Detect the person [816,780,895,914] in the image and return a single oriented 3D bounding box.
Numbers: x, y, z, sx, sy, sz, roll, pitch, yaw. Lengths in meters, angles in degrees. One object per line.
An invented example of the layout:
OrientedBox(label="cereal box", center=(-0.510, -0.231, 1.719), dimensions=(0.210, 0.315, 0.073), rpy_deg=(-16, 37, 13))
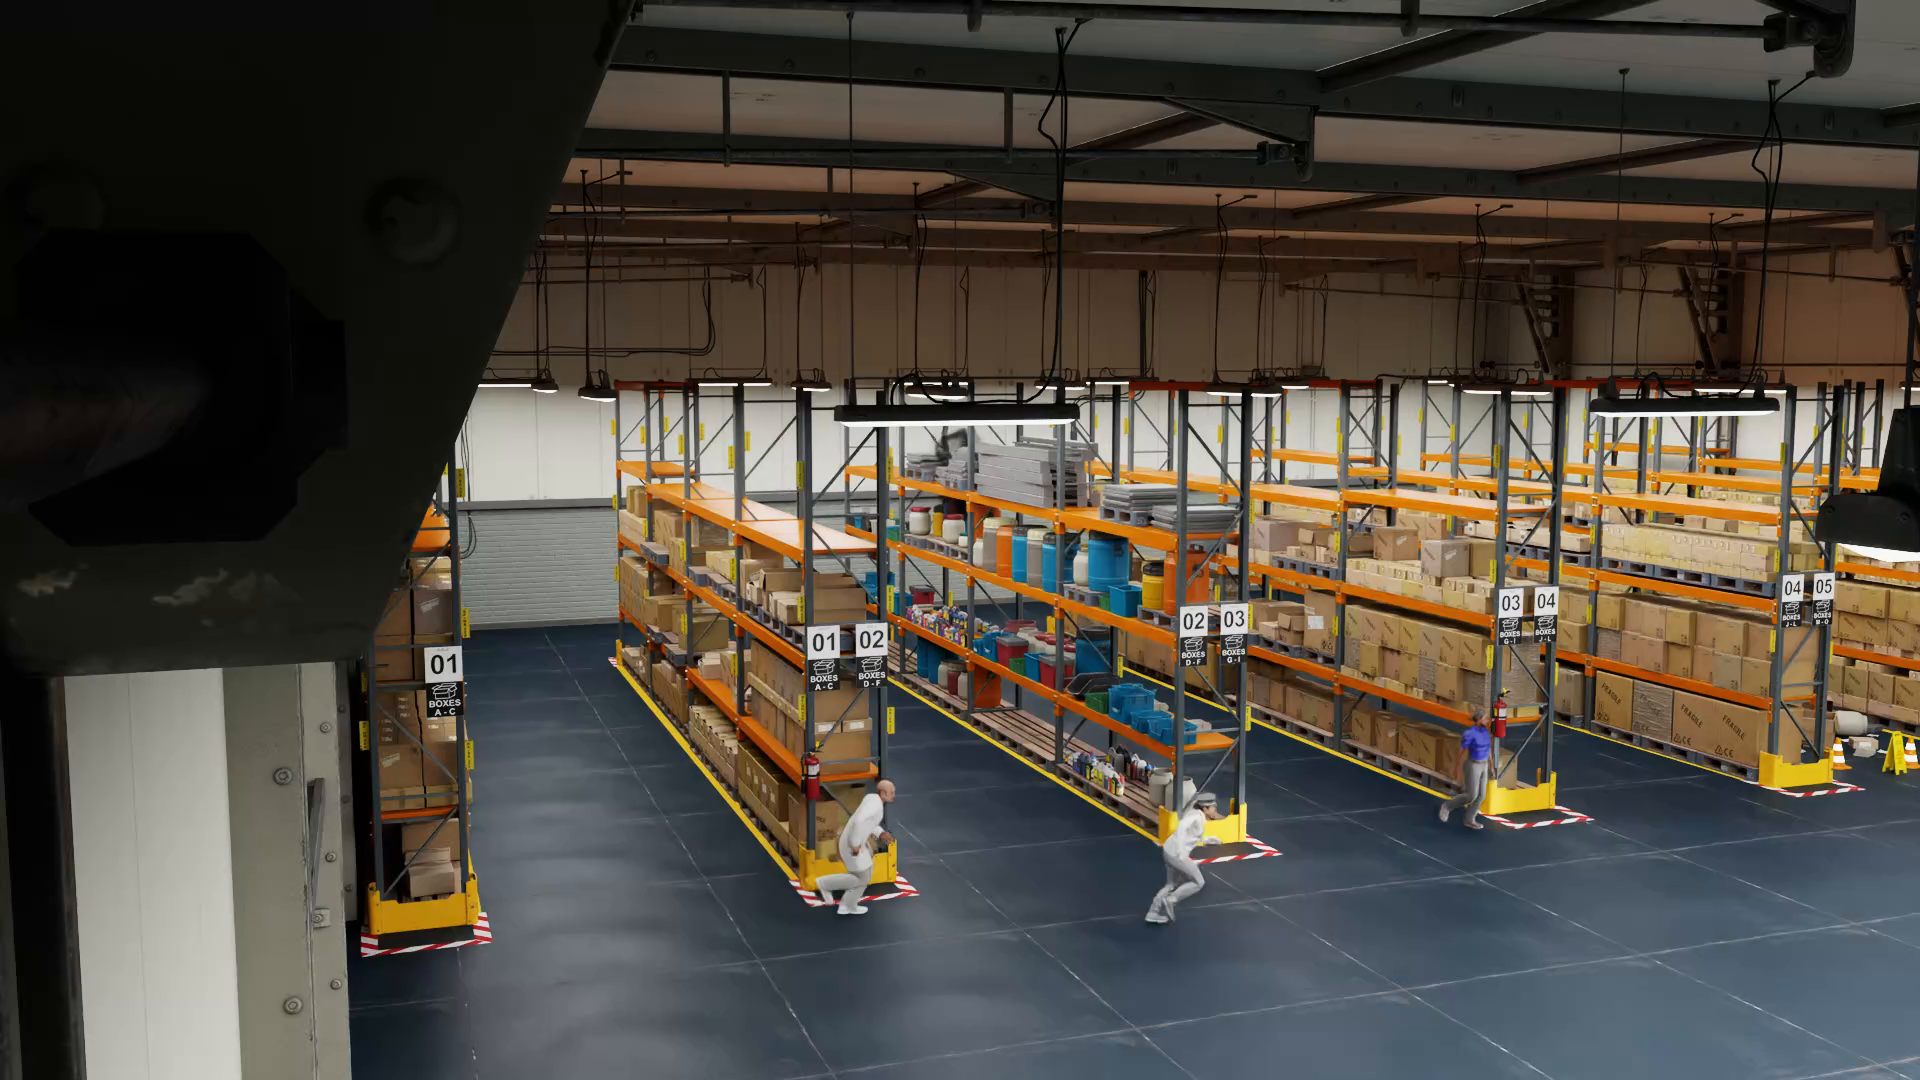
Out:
OrientedBox(label="person", center=(-1.197, 3.540, 19.070), dimensions=(0.922, 1.583, 0.731), rpy_deg=(0, 6, -1))

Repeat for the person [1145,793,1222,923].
OrientedBox(label="person", center=(2.531, 3.604, 18.728), dimensions=(0.854, 1.497, 0.648), rpy_deg=(0, 6, 0))

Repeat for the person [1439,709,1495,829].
OrientedBox(label="person", center=(6.925, 3.114, 22.687), dimensions=(0.659, 1.638, 0.506), rpy_deg=(-5, 8, -37))
